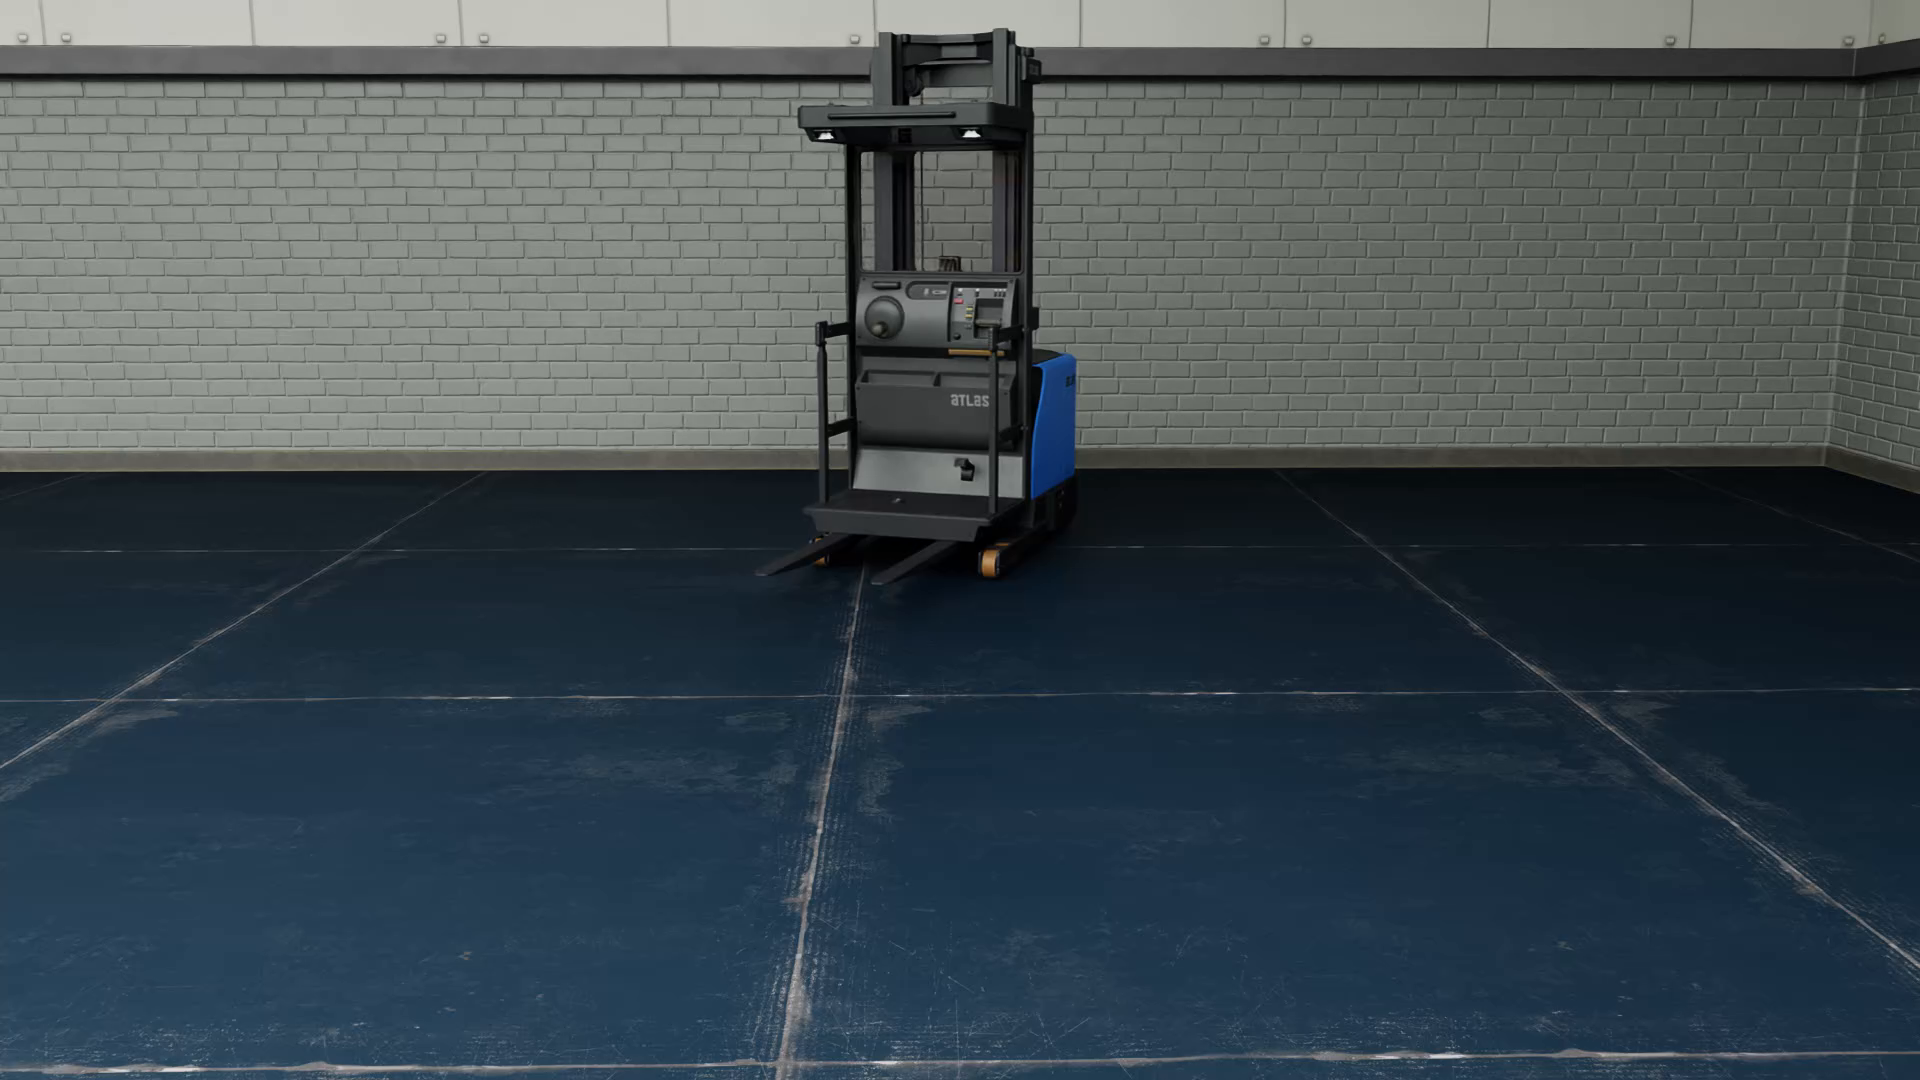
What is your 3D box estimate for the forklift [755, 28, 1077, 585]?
[{"bbox_3d":[-0.205,-1.314,9.166,1.130,2.935,3.031,4,12,18],"label":"forklift"}]
